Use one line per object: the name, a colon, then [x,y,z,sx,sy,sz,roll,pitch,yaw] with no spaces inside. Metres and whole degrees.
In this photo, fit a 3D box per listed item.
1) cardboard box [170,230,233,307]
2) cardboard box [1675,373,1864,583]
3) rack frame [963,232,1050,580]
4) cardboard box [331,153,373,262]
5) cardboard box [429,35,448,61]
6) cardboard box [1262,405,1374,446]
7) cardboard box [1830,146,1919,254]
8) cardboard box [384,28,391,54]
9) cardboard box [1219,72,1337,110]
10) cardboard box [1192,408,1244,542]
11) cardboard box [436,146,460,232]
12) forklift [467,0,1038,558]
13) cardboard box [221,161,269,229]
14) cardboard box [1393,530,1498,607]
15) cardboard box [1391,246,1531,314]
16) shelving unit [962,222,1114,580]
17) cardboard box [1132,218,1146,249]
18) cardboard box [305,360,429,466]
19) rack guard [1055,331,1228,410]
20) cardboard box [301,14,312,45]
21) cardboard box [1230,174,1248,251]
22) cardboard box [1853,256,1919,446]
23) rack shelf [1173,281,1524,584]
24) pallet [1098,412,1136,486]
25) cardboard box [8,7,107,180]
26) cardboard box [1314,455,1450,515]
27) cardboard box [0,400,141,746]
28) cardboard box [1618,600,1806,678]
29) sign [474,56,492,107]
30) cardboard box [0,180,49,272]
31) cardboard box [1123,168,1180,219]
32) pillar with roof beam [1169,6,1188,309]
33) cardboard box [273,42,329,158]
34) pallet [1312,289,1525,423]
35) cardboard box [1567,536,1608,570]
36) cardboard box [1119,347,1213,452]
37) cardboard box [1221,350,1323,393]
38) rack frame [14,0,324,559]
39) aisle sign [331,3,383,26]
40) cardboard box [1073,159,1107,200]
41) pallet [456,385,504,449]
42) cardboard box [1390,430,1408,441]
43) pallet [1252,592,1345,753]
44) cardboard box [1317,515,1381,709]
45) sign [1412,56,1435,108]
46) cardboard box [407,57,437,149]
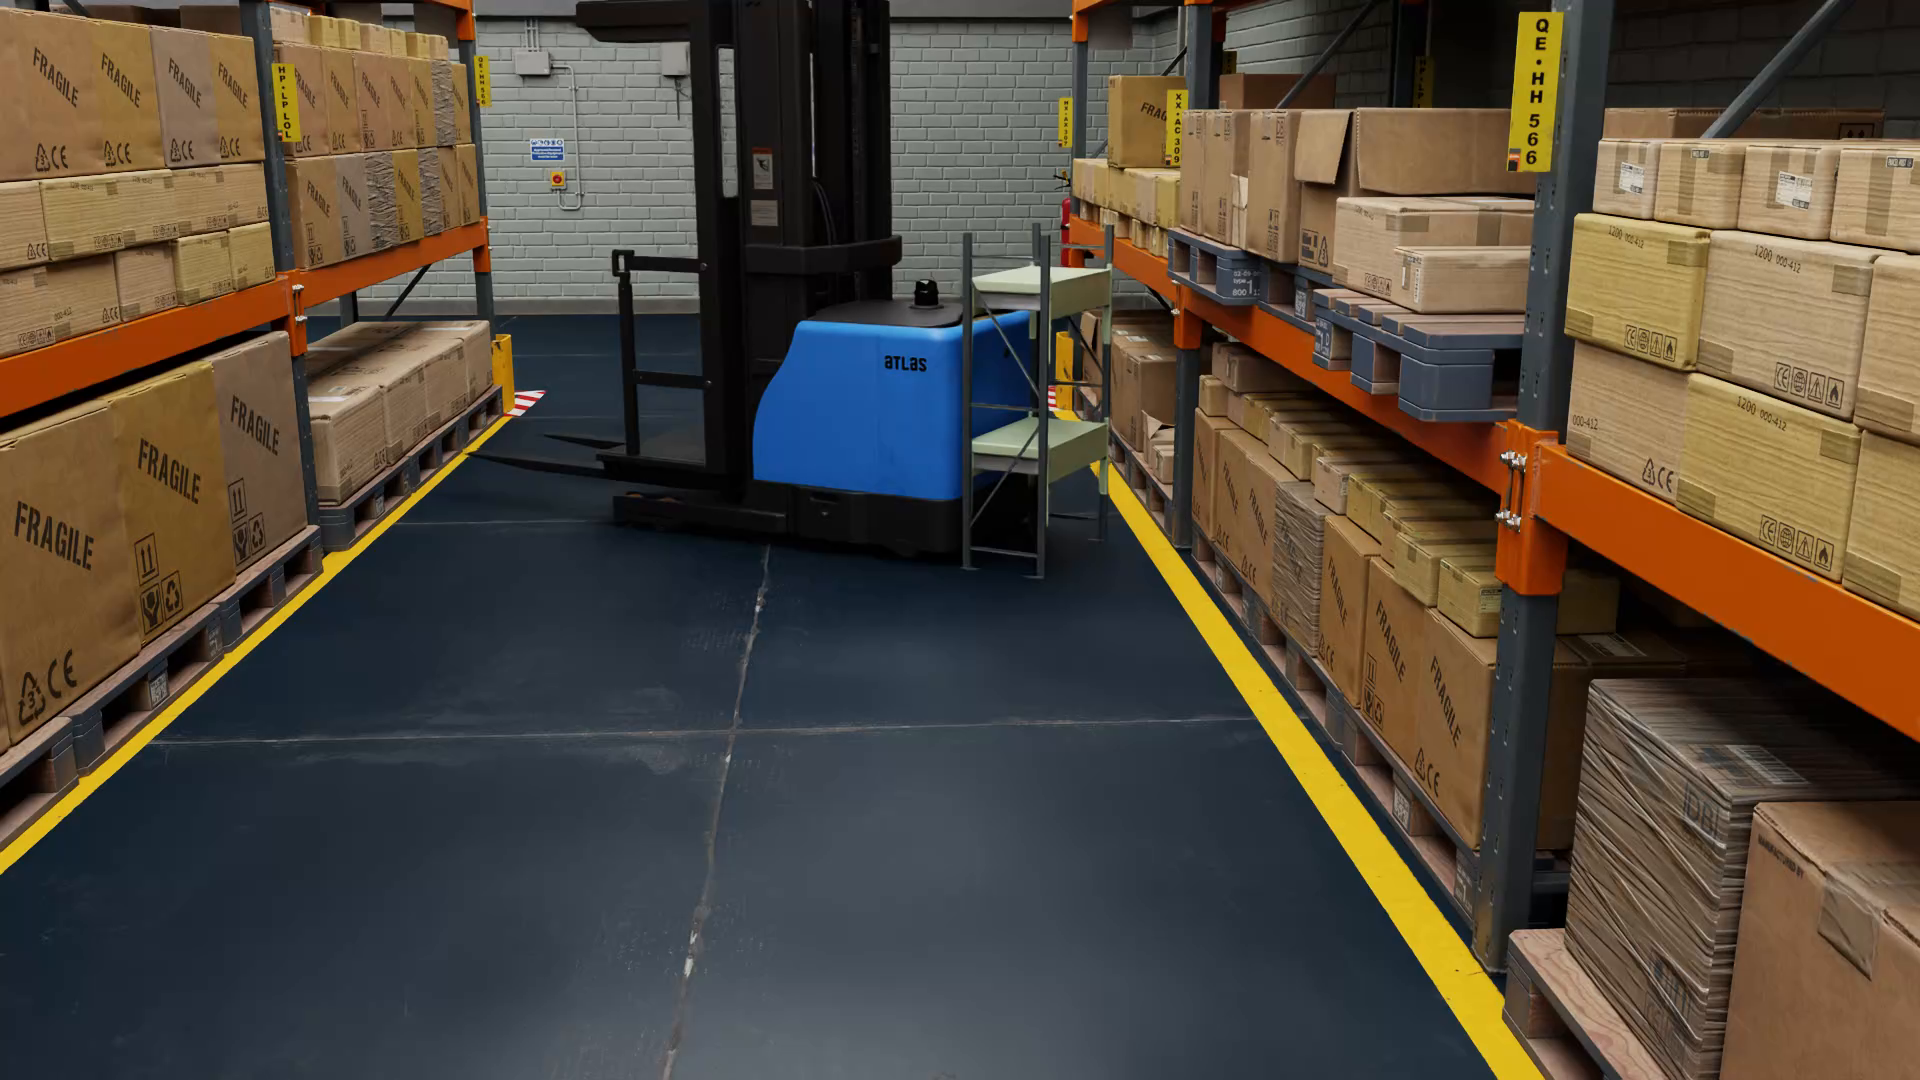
cardboard box: [-3.134,-1.042,6.358,0.500,0.250,0.500,-1,14,-4]
cardboard box: [1.567,-0.120,2.773,0.500,0.250,0.500,-1,14,-5]
rack frame: [0.196,-0.573,7.242,0.400,1.500,0.023,7,16,25]
cardboard box: [-3.239,-1.643,8.193,0.500,0.500,0.500,-1,14,-3]
cardboard box: [-3.330,-2.979,10.075,0.380,0.149,0.250,-1,14,-4]
cardboard box: [1.419,-0.441,6.592,0.380,0.149,0.250,-1,14,-4]
cardboard box: [1.572,-0.516,2.509,0.380,0.149,0.250,-1,14,-3]
cardboard box: [-3.338,-2.722,9.078,0.380,0.149,0.250,0,14,-2]
cardboard box: [1.683,-2.236,8.895,0.500,0.500,0.500,-1,14,-5]
cardboard box: [1.315,-0.296,7.329,0.500,0.500,0.500,0,14,-1]
cardboard box: [-3.382,-2.151,10.167,0.500,0.500,0.500,-1,14,-5]
forklift: [-1.153,-1.571,8.251,3.031,2.935,1.130,7,16,26]
cardboard box: [-3.174,-1.413,6.795,0.500,0.250,0.500,-1,14,-3]
cardboard box: [1.426,0.075,4.587,0.380,0.149,0.250,-2,15,-6]
cardboard box: [1.334,-0.671,4.276,0.380,0.149,0.250,-1,14,-2]
shelving unit: [0.358,-0.654,7.560,0.431,1.500,0.755,7,16,25]
cardboard box: [1.127,-1.638,8.876,0.380,0.149,0.250,-1,14,-4]
cardboard box: [-3.432,-0.692,8.995,0.875,0.438,0.875,-1,14,-5]
rack guard: [1.267,-1.192,11.656,1.175,0.500,0.348,-1,14,-3]
cardboard box: [-3.294,-2.405,7.844,0.380,0.149,0.250,-1,14,-4]
cardboard box: [1.213,-1.213,6.150,0.396,0.266,0.258,0,14,-1]
cardboard box: [1.586,-0.232,2.207,0.500,0.250,0.500,-1,14,-5]
rack shelf: [1.634,-0.581,5.708,1.077,0.370,4.000,-1,14,-3]
pallet: [1.390,-0.551,9.745,1.003,0.211,1.213,-1,14,-3]
cardboard box: [-3.068,-1.391,5.206,0.500,0.500,0.500,-1,14,-3]
cardboard box: [1.420,-0.188,5.609,0.380,0.149,0.250,-2,15,-6]
cardboard box: [-3.207,0.076,5.131,0.875,0.875,0.875,-1,14,-3]
cardboard box: [2.011,0.466,4.368,0.500,0.500,0.500,0,14,-1]
sign: [-3.149,-3.024,10.961,0.100,0.325,0.005,-1,14,-3]
cardboard box: [-3.031,-0.906,4.826,0.500,0.250,0.500,-1,14,-4]
cardboard box: [1.171,-1.869,8.977,0.500,0.250,0.500,-1,14,-4]
pillar with roof beam: [-2.302,-5.945,13.072,9.100,9.000,0.400,-1,14,-3]
cardboard box: [-3.232,-2.004,7.588,0.500,0.500,0.500,-1,14,-3]
pallet: [1.646,-0.506,4.360,1.213,0.211,1.003,-1,14,-3]
cardboard box: [1.951,0.000,4.880,0.380,0.149,0.250,-1,14,-3]
cardboard box: [1.284,-0.789,9.248,0.700,0.500,0.500,-1,14,-6]
cardboard box: [1.330,-0.720,7.081,0.380,0.149,0.250,-2,15,-6]
rack frame: [-3.444,-1.349,7.250,1.000,3.000,0.127,-1,14,-3]
aisle sign: [-3.986,-3.616,10.844,0.394,0.787,0.004,-1,14,-3]
cardboard box: [1.021,-2.376,10.944,0.500,0.250,0.500,-1,14,-3]
pallet: [-3.564,-0.796,10.695,1.003,0.211,1.213,-1,14,-3]
cardboard box: [1.871,-0.388,6.387,0.380,0.149,0.250,0,14,-2]
pallet: [1.677,0.430,5.933,1.003,0.211,1.213,-1,14,-3]
cardboard box: [1.461,0.219,5.330,0.500,0.500,0.500,0,14,-1]
sign: [2.064,-1.997,7.444,0.100,0.325,0.005,-1,14,-3]
cardboard box: [-3.335,-2.508,9.546,0.500,0.500,0.500,-1,14,-4]
